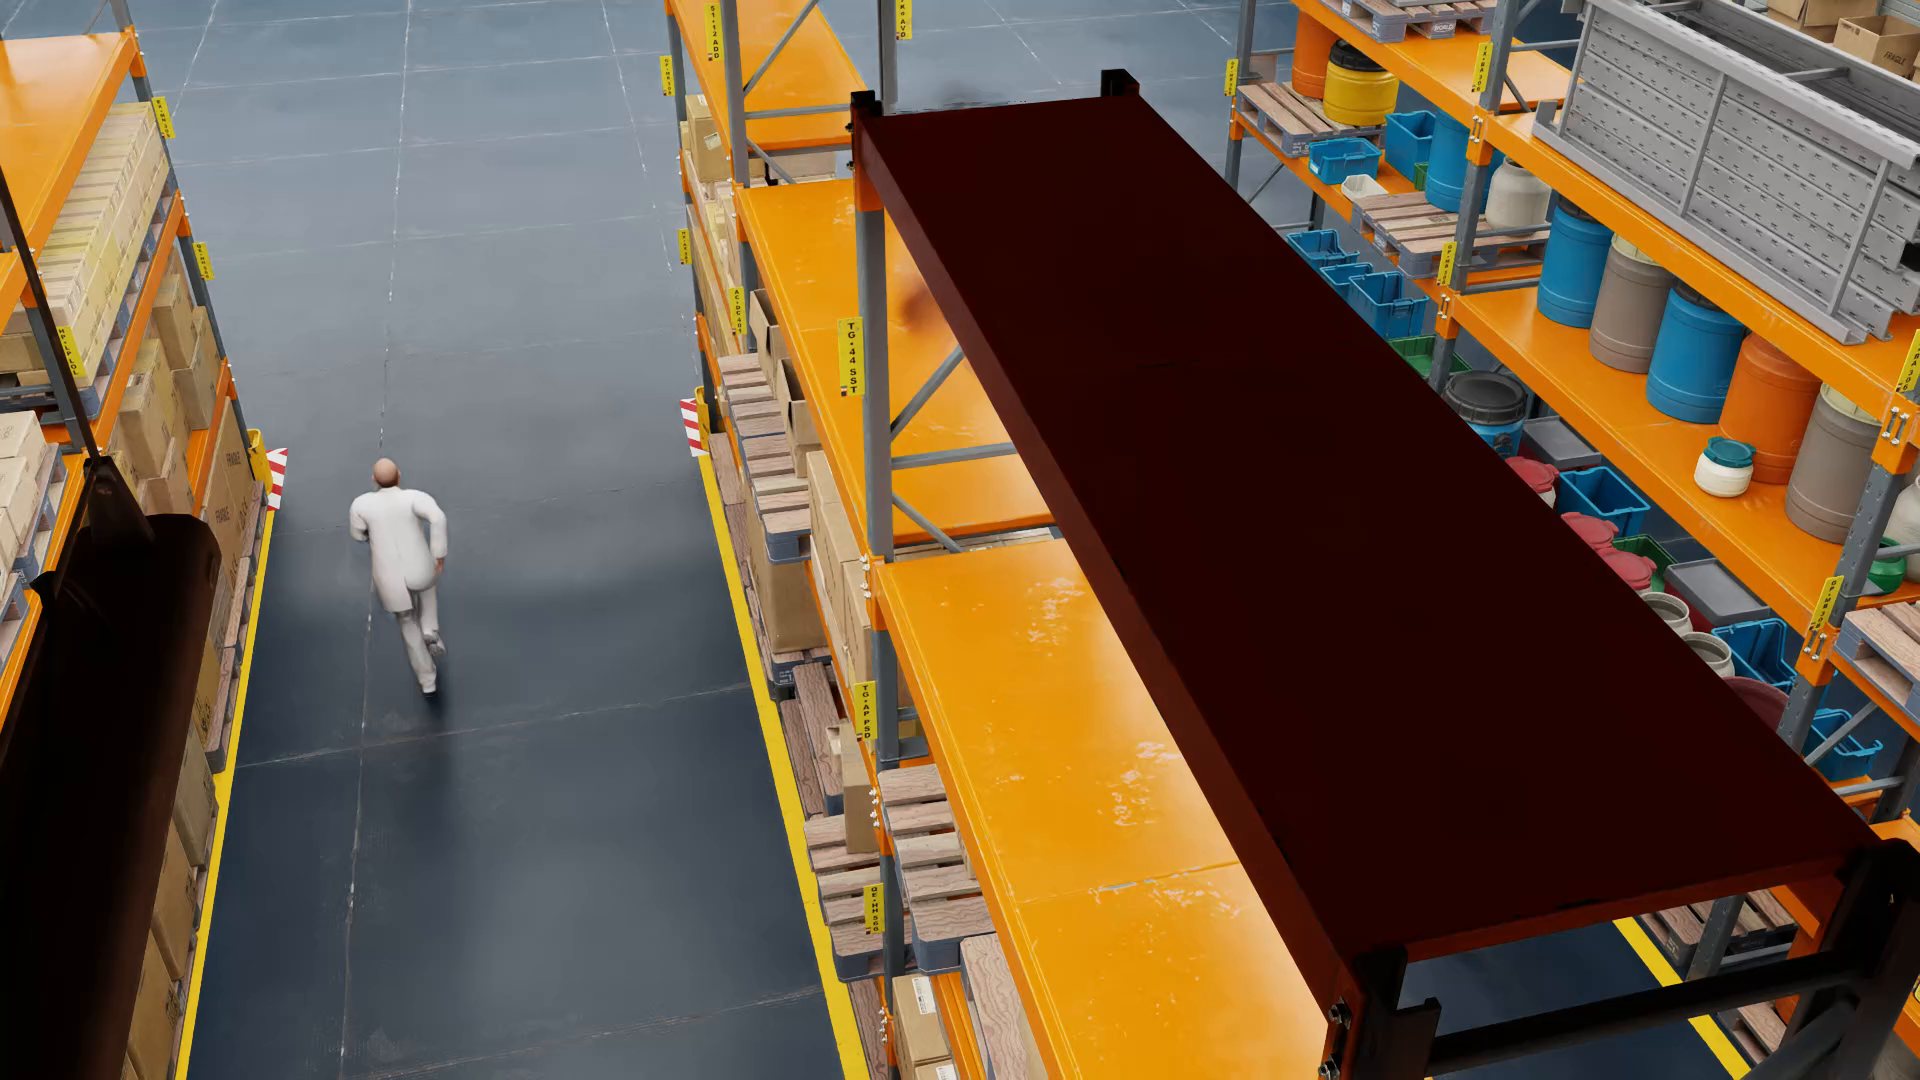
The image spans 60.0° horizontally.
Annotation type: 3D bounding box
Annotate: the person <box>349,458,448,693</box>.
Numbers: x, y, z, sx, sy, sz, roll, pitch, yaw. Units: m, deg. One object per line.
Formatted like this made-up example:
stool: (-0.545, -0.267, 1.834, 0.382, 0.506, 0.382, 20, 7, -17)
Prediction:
person: (-4.053, 0.223, 12.221, 0.690, 1.706, 0.953, -11, 36, -15)
